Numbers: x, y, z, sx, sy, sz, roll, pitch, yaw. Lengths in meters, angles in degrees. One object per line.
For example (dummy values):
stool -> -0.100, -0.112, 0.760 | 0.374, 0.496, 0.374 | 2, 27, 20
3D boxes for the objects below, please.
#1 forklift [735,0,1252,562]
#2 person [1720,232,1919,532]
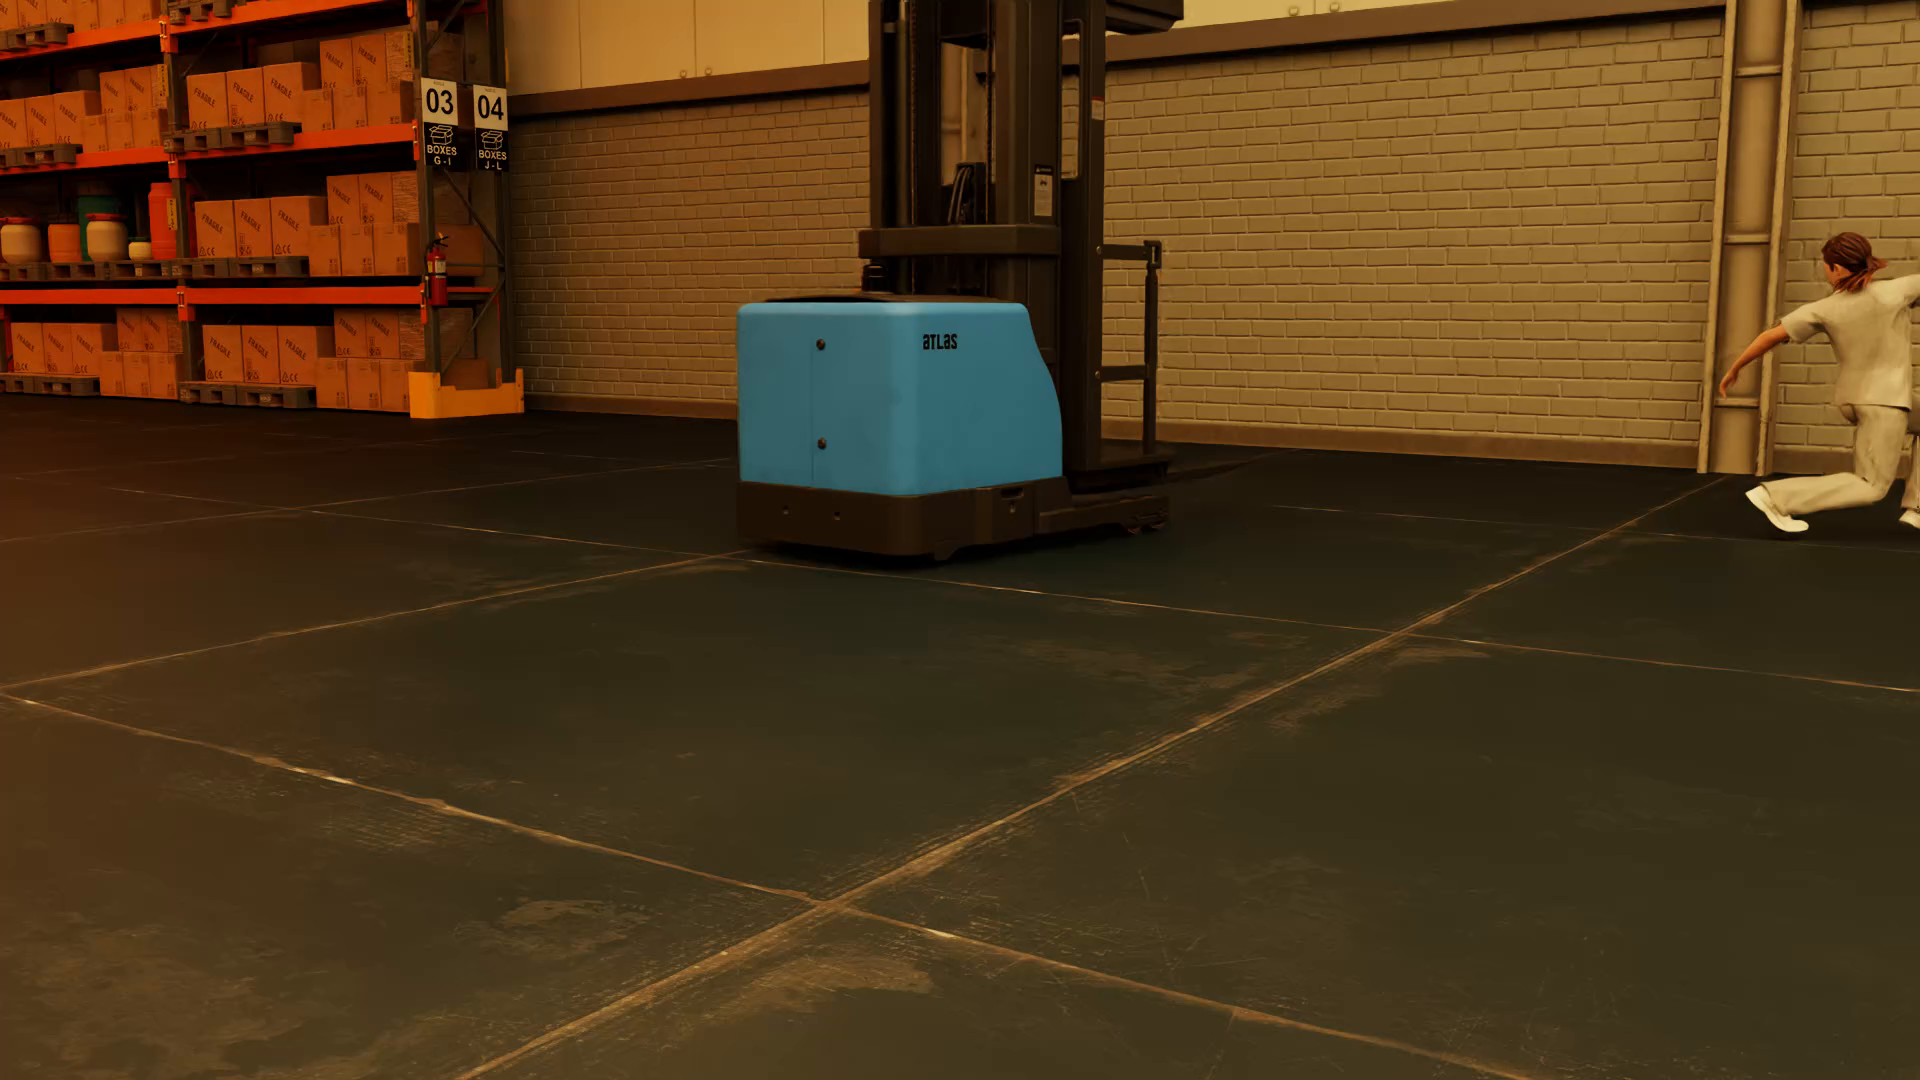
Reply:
forklift -> 0.353, -1.521, 7.887 | 1.130, 2.935, 3.031 | 7, 11, 39
person -> 4.077, -0.711, 7.720 | 0.969, 1.406, 0.749 | -3, 8, -18
